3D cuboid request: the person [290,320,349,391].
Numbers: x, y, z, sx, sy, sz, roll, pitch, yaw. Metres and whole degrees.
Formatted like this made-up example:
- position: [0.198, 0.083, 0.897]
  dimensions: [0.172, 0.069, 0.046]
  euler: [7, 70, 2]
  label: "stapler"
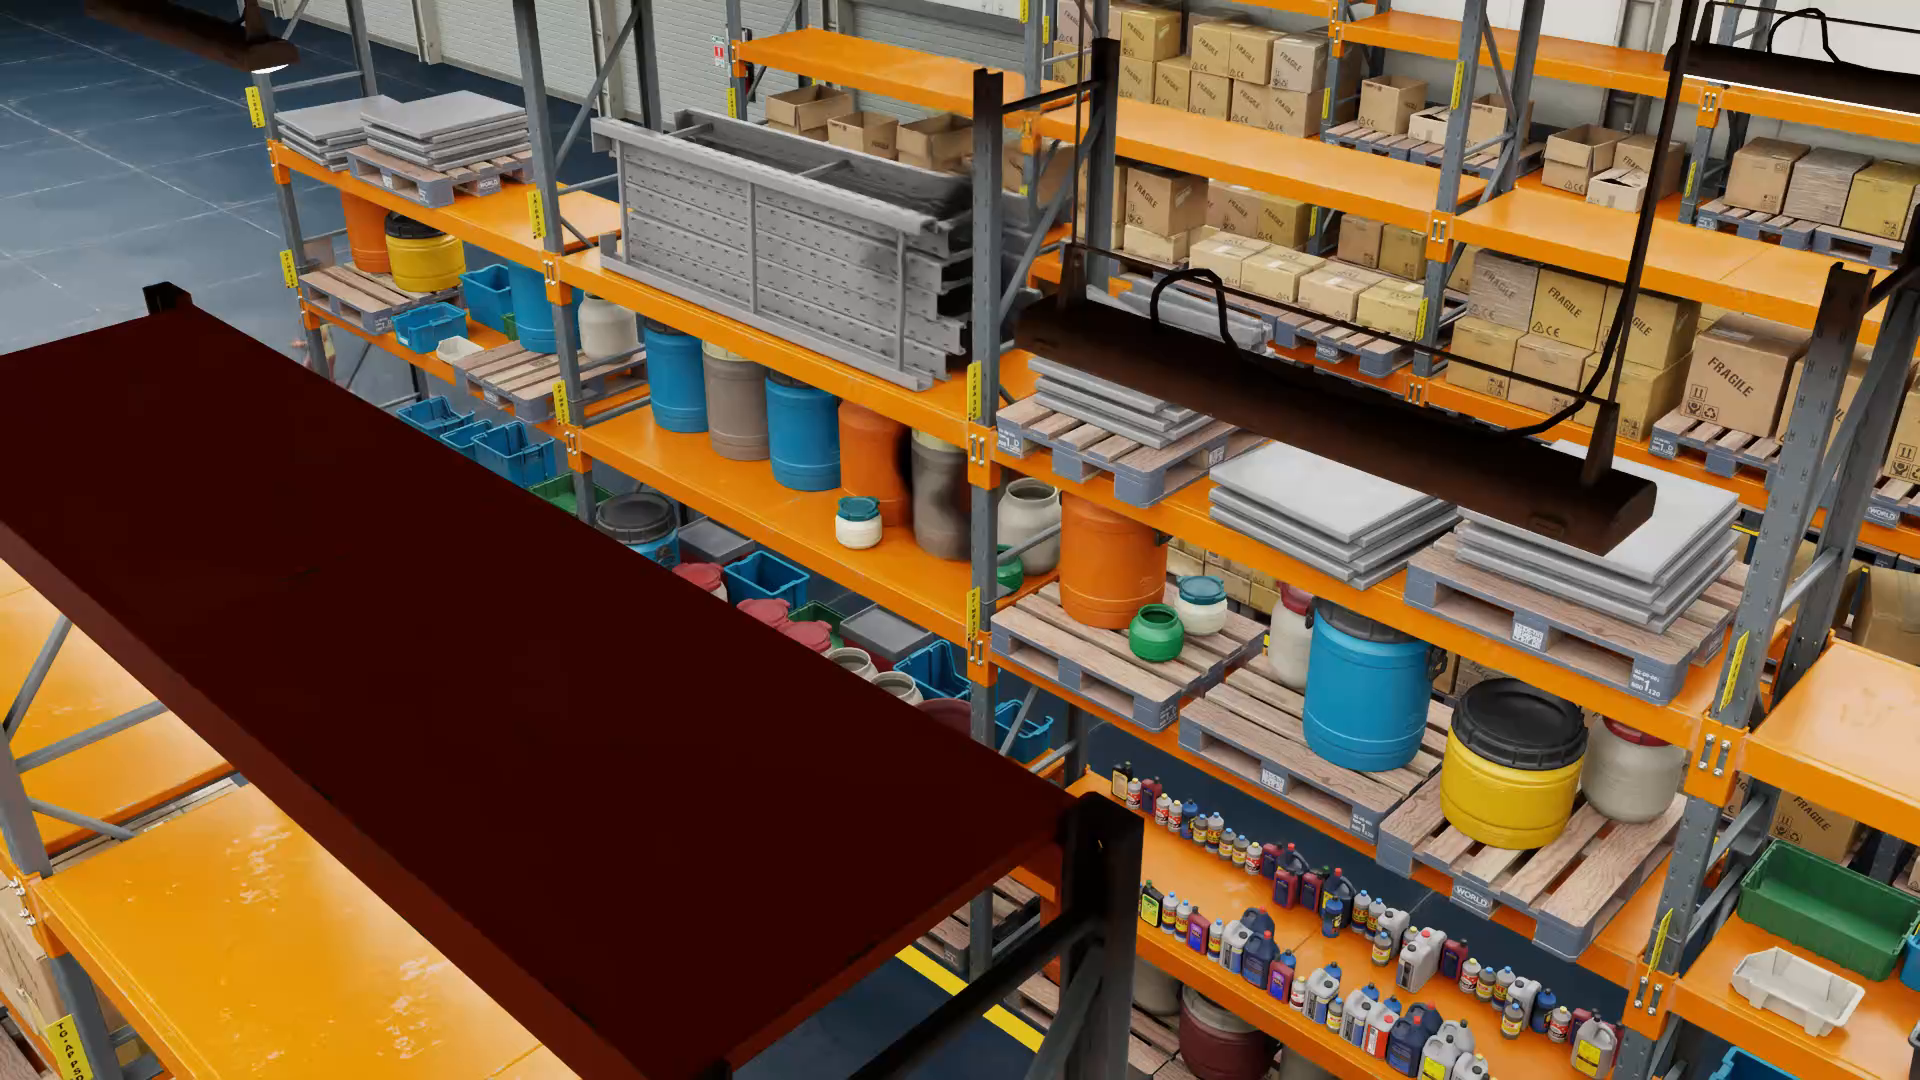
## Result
- position: [-7.010, -2.024, 18.168]
  dimensions: [0.542, 1.618, 0.565]
  euler: [-14, 32, -24]
  label: "person"
